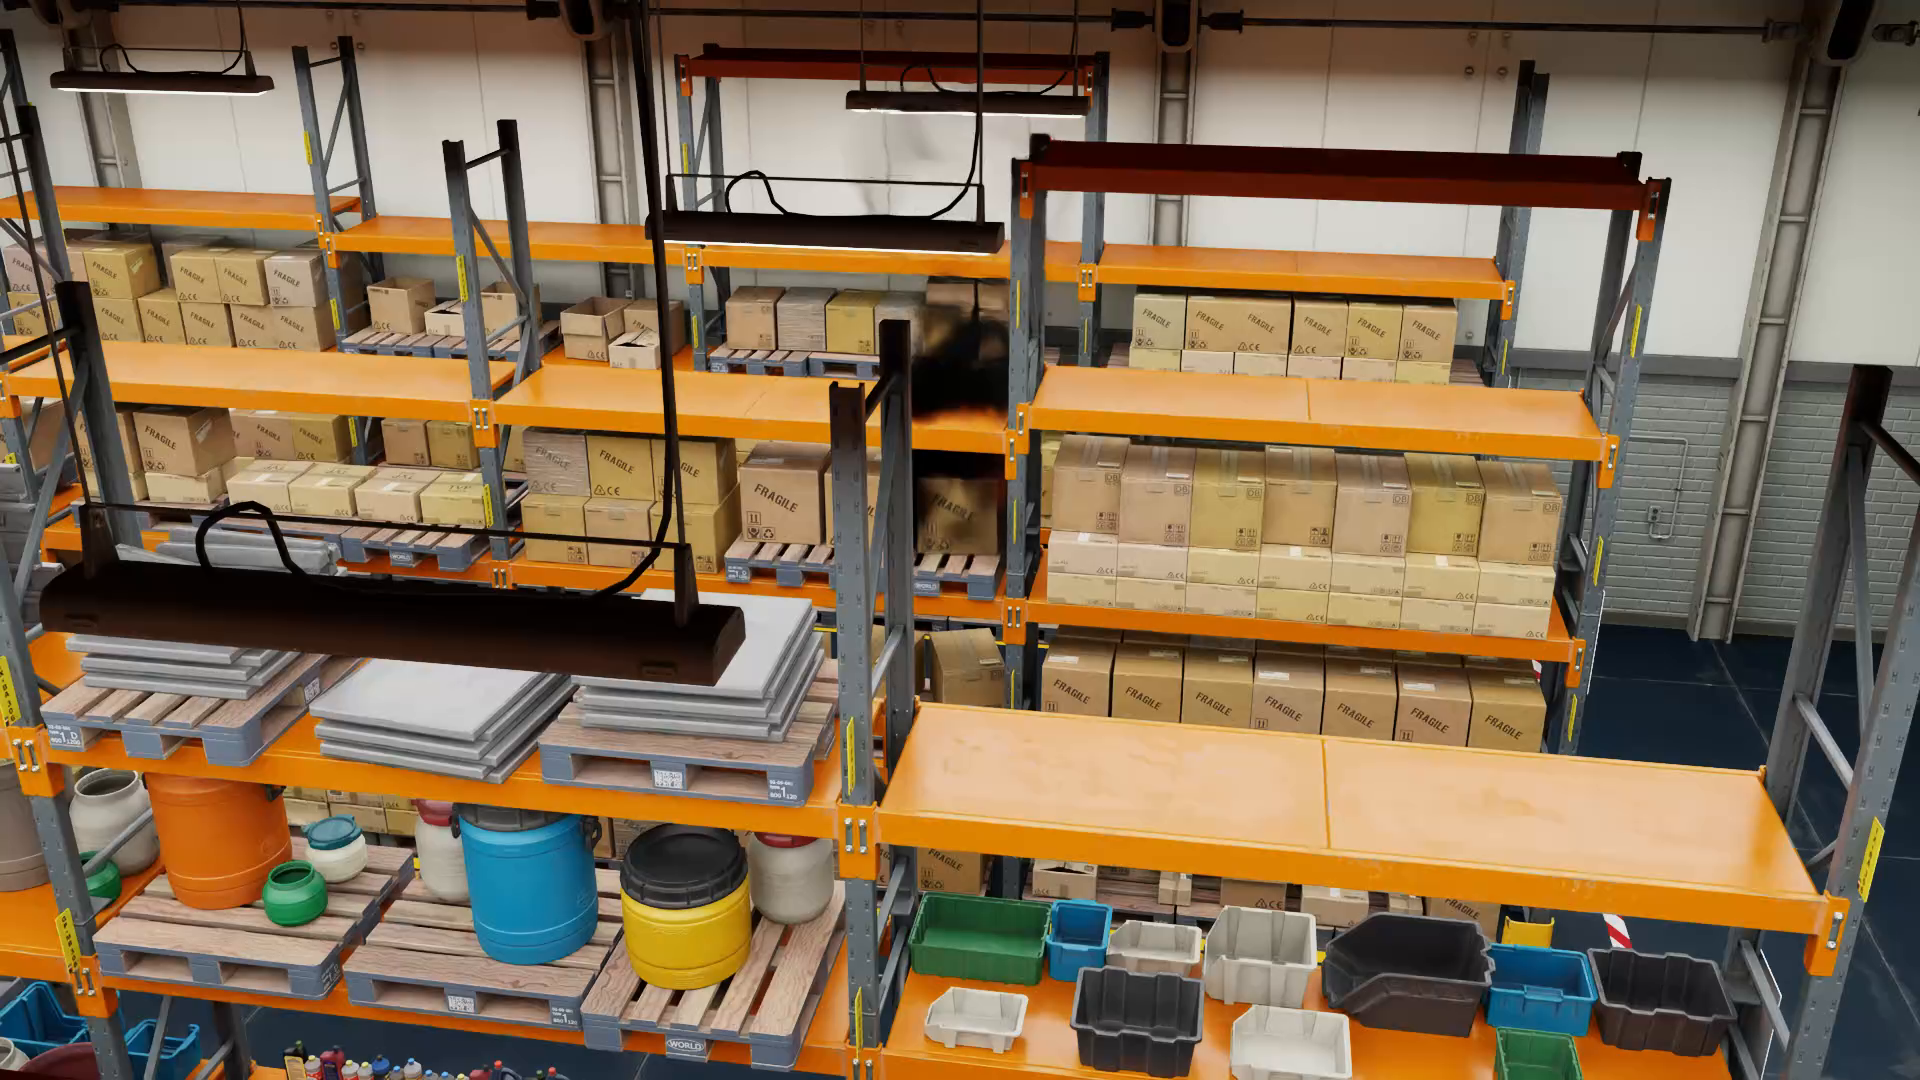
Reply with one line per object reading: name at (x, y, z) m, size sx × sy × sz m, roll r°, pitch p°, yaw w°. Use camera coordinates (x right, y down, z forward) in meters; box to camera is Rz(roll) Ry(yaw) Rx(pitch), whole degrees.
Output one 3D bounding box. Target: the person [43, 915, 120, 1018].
person at (-6.004, 2.917, 11.265) m, size 0.778 × 1.847 × 0.635 m, roll 3°, pitch 23°, yaw 7°
